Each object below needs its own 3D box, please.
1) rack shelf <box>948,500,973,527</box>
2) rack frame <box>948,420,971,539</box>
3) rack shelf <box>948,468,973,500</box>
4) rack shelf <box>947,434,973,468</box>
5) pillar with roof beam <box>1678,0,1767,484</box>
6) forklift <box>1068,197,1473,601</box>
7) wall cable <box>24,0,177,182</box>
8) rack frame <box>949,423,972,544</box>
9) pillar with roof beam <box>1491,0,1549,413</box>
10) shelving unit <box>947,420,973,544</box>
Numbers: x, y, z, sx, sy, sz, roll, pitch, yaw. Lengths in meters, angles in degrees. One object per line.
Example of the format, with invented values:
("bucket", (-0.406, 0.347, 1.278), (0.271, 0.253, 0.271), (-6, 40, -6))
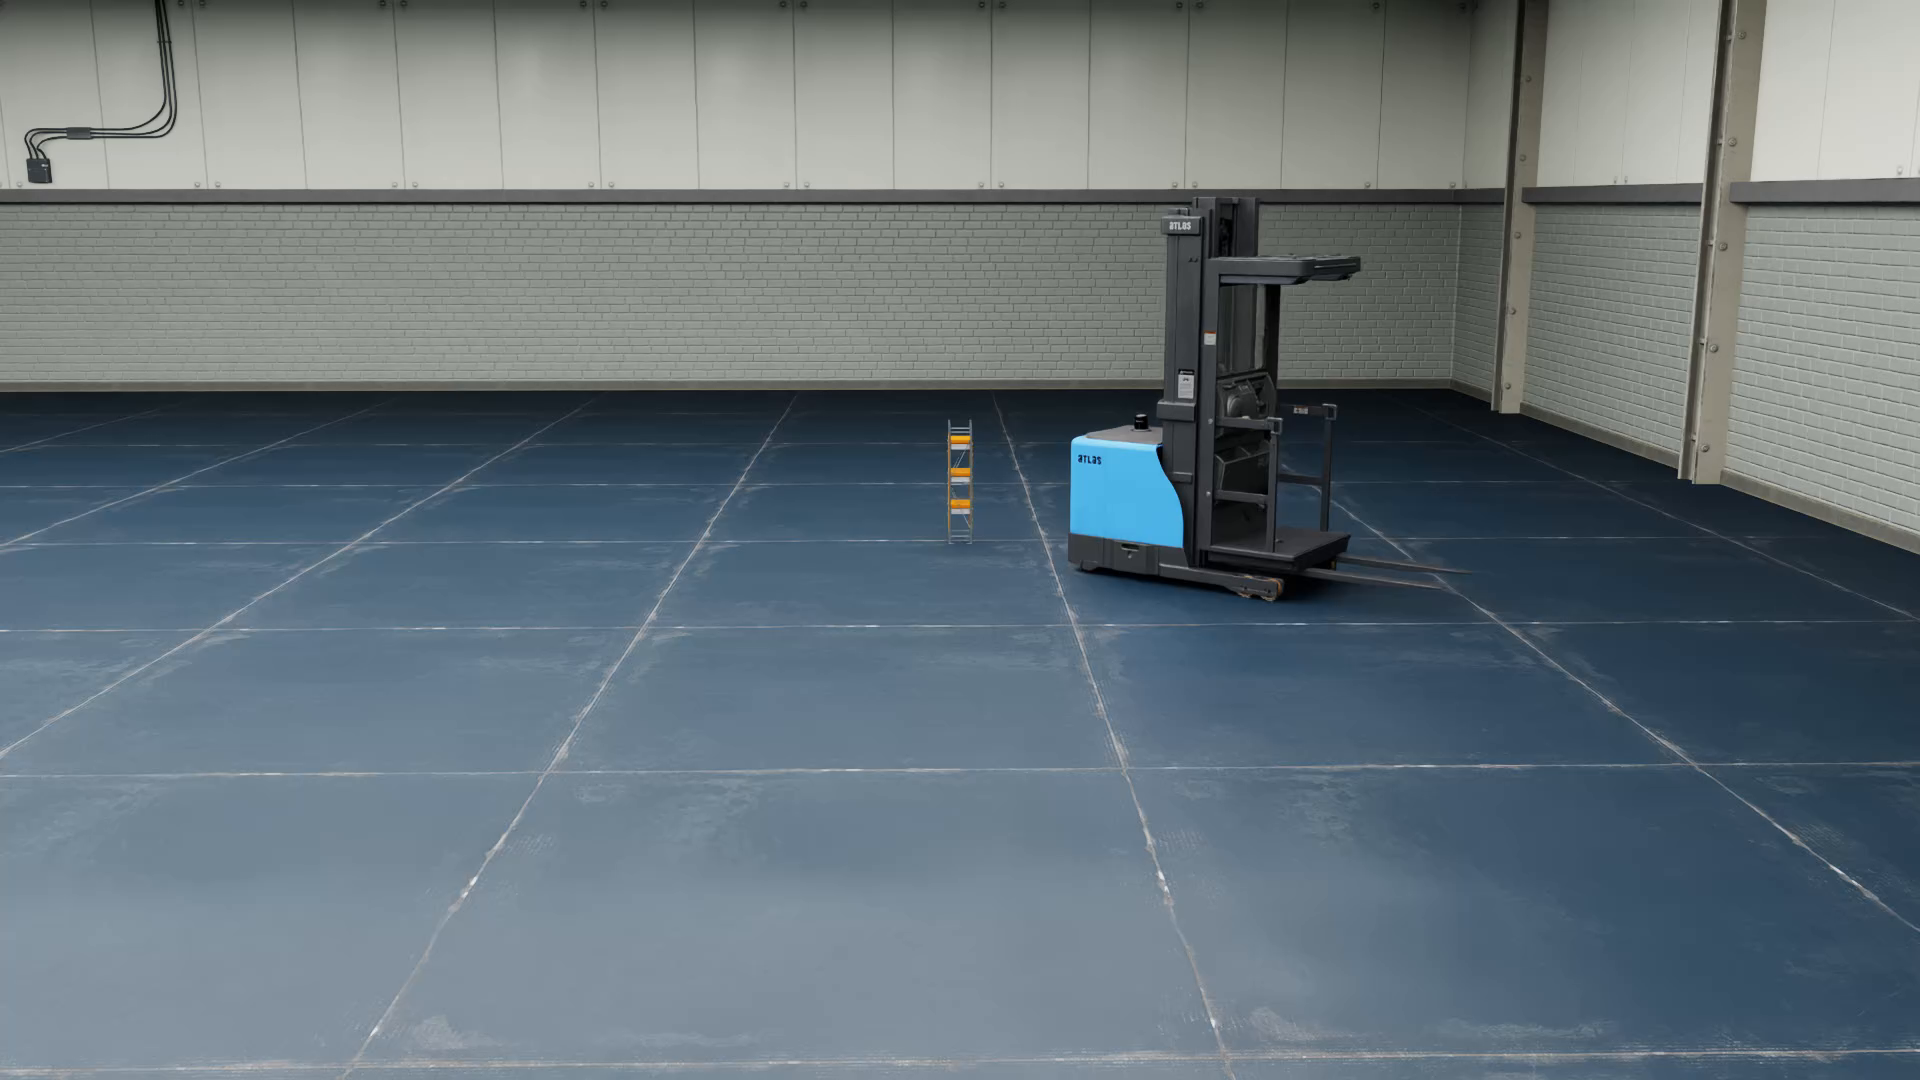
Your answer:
("rack shelf", (0.001, -0.221, 14.460), (0.215, 0.259, 0.240), (0, 11, -1))
("rack frame", (-0.001, -0.528, 14.522), (0.200, 1.050, 0.008), (0, 11, -1))
("rack shelf", (0.001, -0.494, 14.404), (0.215, 0.259, 0.240), (0, 11, -1))
("rack shelf", (0.001, -0.772, 14.348), (0.215, 0.259, 0.240), (0, 11, -1))
("pillar with roof beam", (3.549, -5.019, 16.664), (9.100, 9.000, 0.400), (0, 11, -1))
("forklift", (2.364, -1.103, 12.626), (3.031, 2.935, 1.130), (8, 14, 35))
("wall cable", (-13.011, -8.393, 24.744), (2.305, 6.003, 0.169), (0, 11, -1))
("rack frame", (0.004, -0.480, 14.283), (0.200, 1.050, 0.008), (0, 11, -1))
("pillar with roof beam", (3.425, -6.211, 22.543), (9.100, 9.000, 0.400), (0, 11, -1))
("shelving unit", (0.001, -0.504, 14.402), (0.215, 1.050, 0.252), (0, 11, -1))
